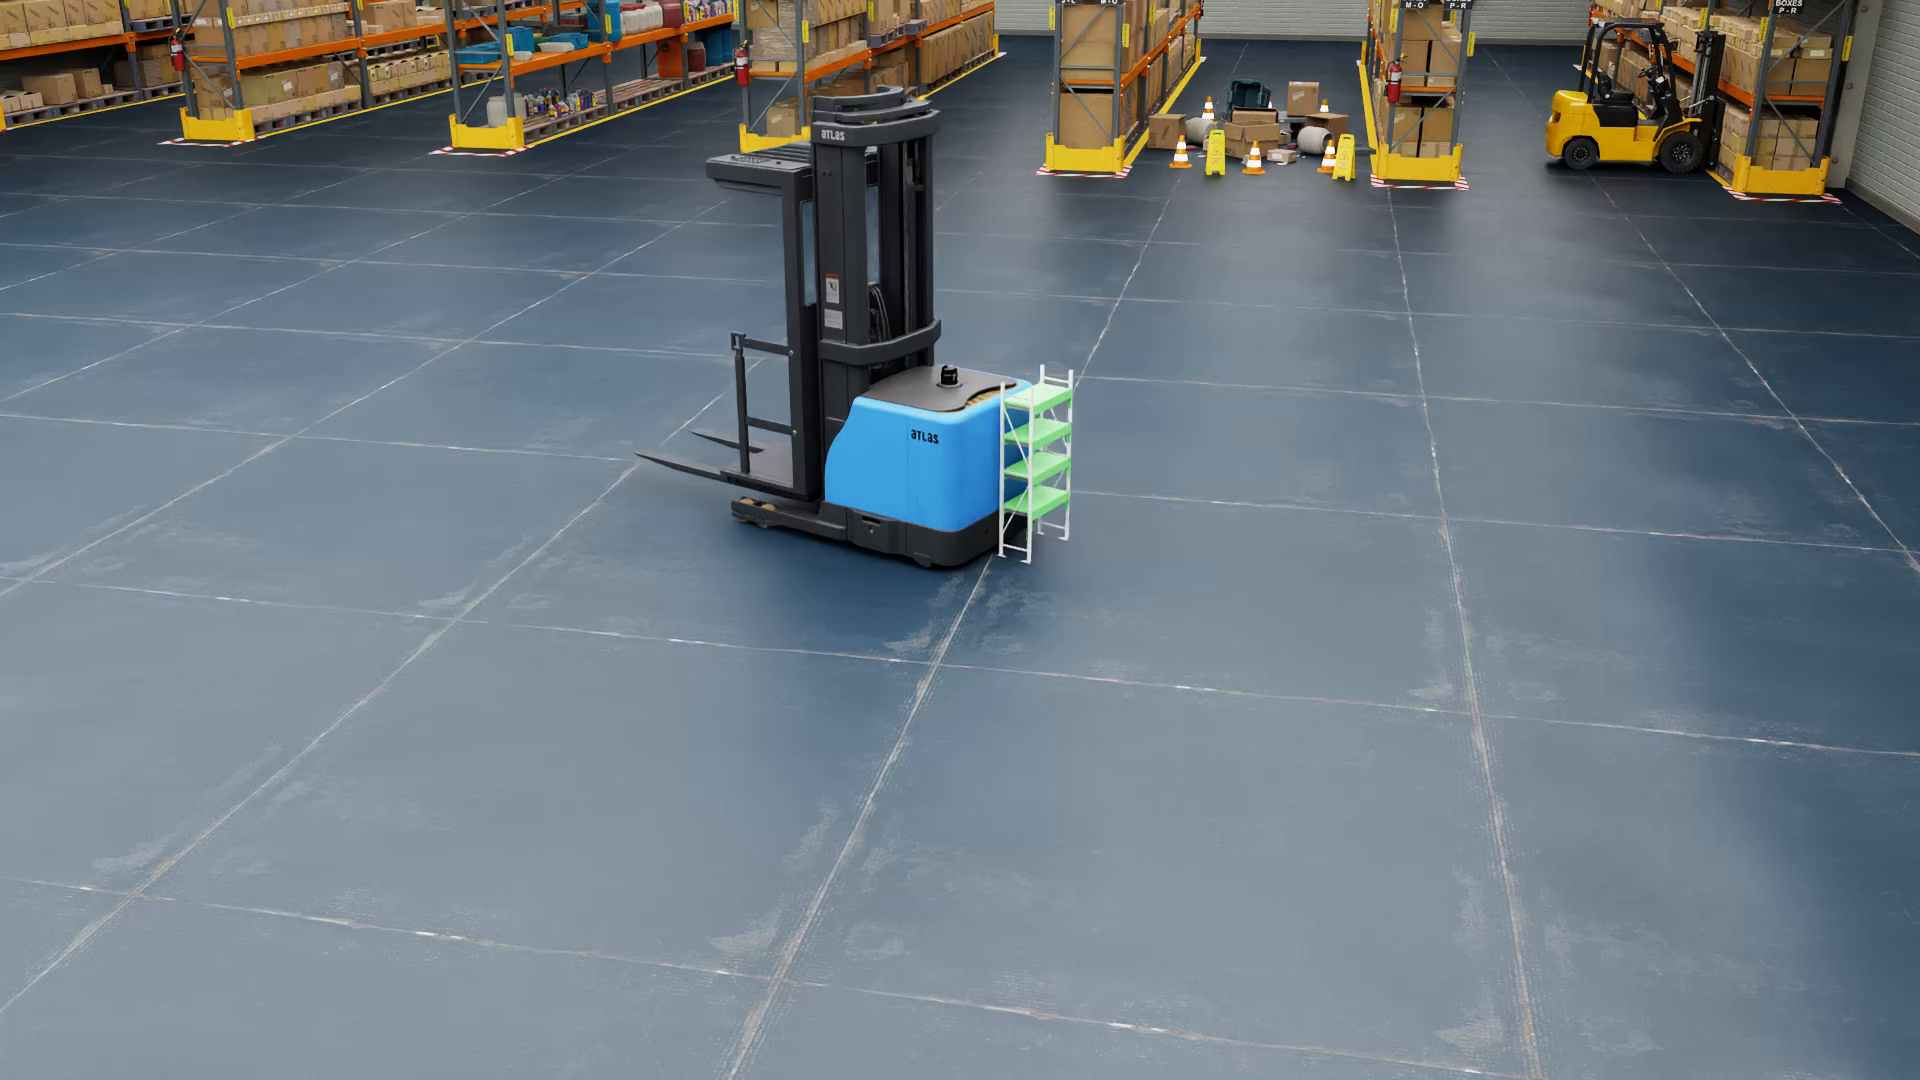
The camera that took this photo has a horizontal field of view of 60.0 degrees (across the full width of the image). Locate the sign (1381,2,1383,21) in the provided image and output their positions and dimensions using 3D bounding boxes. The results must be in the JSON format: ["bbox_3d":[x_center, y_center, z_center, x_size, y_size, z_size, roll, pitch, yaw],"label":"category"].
[{"bbox_3d":[7.049,-8.781,27.590,0.100,0.325,0.005,4,22,11],"label":"sign"}]

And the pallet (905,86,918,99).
[{"bbox_3d":[-1.453,-8.842,33.025,1.003,0.211,1.213,4,22,11],"label":"pallet"}]

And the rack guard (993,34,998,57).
[{"bbox_3d":[0.346,-12.196,40.966,1.175,0.500,0.348,4,22,11],"label":"rack guard"}]

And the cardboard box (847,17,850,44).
[{"bbox_3d":[-2.397,-8.802,28.662,0.875,0.500,0.500,4,22,11],"label":"cardboard box"}]

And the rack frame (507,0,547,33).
[{"bbox_3d":[-10.173,-12.640,38.724,1.000,3.000,0.127,4,22,11],"label":"rack frame"}]

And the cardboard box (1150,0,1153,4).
[{"bbox_3d":[3.133,-9.793,30.181,0.700,0.500,0.500,4,22,10],"label":"cardboard box"}]

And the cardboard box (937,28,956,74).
[{"bbox_3d":[-0.768,-10.530,35.767,1.225,0.875,0.875,4,22,9],"label":"cardboard box"}]

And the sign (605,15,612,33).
[{"bbox_3d":[-6.420,-9.418,30.352,0.100,0.325,0.005,4,22,11],"label":"sign"}]

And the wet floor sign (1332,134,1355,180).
[{"bbox_3d":[5.691,-5.660,24.542,0.267,0.644,0.232,13,25,29],"label":"wet floor sign"}]

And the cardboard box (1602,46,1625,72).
[{"bbox_3d":[14.260,-10.344,35.805,0.700,0.500,0.500,4,22,9],"label":"cardboard box"}]

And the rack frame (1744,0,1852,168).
[{"bbox_3d":[11.637,-6.363,23.136,1.000,3.000,0.127,4,22,11],"label":"rack frame"}]

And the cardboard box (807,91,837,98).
[{"bbox_3d":[-2.388,-7.407,28.513,0.500,0.500,0.500,2,22,6],"label":"cardboard box"}]

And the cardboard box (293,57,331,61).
[{"bbox_3d":[-12.206,-8.836,31.392,0.500,0.500,0.500,4,22,11],"label":"cardboard box"}]

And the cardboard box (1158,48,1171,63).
[{"bbox_3d":[3.921,-9.623,33.011,0.500,0.250,0.500,3,22,8],"label":"cardboard box"}]

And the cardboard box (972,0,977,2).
[{"bbox_3d":[0.083,-12.475,38.117,0.500,0.250,0.500,5,22,12],"label":"cardboard box"}]

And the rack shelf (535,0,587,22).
[{"bbox_3d":[-9.765,-13.038,40.674,1.077,0.370,4.000,4,22,11],"label":"rack shelf"}]

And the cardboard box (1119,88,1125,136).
[{"bbox_3d":[2.162,-6.864,26.664,0.875,0.875,0.875,4,22,10],"label":"cardboard box"}]

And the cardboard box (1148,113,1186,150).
[{"bbox_3d":[3.415,-6.739,27.413,0.500,0.500,0.500,8,23,20],"label":"cardboard box"}]

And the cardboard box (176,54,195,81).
[{"bbox_3d":[-16.321,-9.782,34.384,0.700,0.500,0.500,5,22,12],"label":"cardboard box"}]

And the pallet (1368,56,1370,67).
[{"bbox_3d":[9.956,-10.999,38.382,1.003,0.211,1.213,4,22,11],"label":"pallet"}]

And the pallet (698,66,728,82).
[{"bbox_3d":[-5.769,-10.241,36.500,1.003,0.211,1.213,4,22,11],"label":"pallet"}]

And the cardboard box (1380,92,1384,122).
[{"bbox_3d":[7.111,-7.078,27.027,0.500,0.500,0.500,5,23,13],"label":"cardboard box"}]

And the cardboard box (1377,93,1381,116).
[{"bbox_3d":[7.841,-7.634,29.248,0.950,0.372,0.625,6,23,14],"label":"cardboard box"}]

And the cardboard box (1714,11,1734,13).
[{"bbox_3d":[13.363,-9.212,29.209,0.380,0.149,0.250,4,22,10],"label":"cardboard box"}]

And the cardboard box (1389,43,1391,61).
[{"bbox_3d":[6.725,-7.326,24.997,0.500,0.500,0.500,5,22,11],"label":"cardboard box"}]

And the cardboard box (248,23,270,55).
[{"bbox_3d":[-12.411,-8.660,28.707,0.700,0.500,0.500,5,22,12],"label":"cardboard box"}]

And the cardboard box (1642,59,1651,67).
[{"bbox_3d":[13.393,-9.204,32.107,0.380,0.149,0.250,4,22,10],"label":"cardboard box"}]

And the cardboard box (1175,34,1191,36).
[{"bbox_3d":[5.208,-11.779,39.044,0.380,0.149,0.250,5,22,12],"label":"cardboard box"}]

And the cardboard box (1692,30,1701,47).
[{"bbox_3d":[12.303,-8.187,27.198,0.500,0.250,0.500,4,22,10],"label":"cardboard box"}]

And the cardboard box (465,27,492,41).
[{"bbox_3d":[-10.816,-11.325,37.212,0.500,0.250,0.500,4,22,10],"label":"cardboard box"}]

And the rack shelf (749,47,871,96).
[{"bbox_3d":[-2.516,-7.893,27.899,1.077,0.370,4.000,4,22,11],"label":"rack shelf"}]

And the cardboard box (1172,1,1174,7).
[{"bbox_3d":[4.151,-10.954,33.912,0.380,0.149,0.250,5,23,13],"label":"cardboard box"}]

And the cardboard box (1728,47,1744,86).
[{"bbox_3d":[11.700,-6.985,24.549,0.500,0.500,0.500,4,22,10],"label":"cardboard box"}]

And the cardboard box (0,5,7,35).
[{"bbox_3d":[-17.080,-9.067,29.022,0.500,0.500,0.500,4,22,11],"label":"cardboard box"}]

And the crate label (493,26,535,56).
[{"bbox_3d":[-7.662,-8.583,28.602,0.502,0.435,0.616,4,22,11],"label":"crate label"}]

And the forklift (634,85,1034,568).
[{"bbox_3d":[-0.991,-1.588,11.373,3.031,2.935,1.130,14,26,32],"label":"forklift"}]

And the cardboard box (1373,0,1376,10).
[{"bbox_3d":[8.860,-11.151,34.558,0.500,0.250,0.500,4,22,9],"label":"cardboard box"}]

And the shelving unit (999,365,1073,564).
[{"bbox_3d":[0.502,-0.503,10.996,0.258,1.200,0.503,14,26,31],"label":"shelving unit"}]

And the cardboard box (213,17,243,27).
[{"bbox_3d":[-12.330,-8.726,28.003,0.380,0.149,0.250,4,22,11],"label":"cardboard box"}]

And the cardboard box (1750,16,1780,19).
[{"bbox_3d":[12.684,-8.171,26.226,0.380,0.149,0.250,5,22,11],"label":"cardboard box"}]

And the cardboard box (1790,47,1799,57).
[{"bbox_3d":[11.949,-6.909,23.492,0.380,0.149,0.250,4,22,11],"label":"cardboard box"}]

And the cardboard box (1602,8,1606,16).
[{"bbox_3d":[14.255,-11.531,36.306,0.380,0.149,0.250,4,22,9],"label":"cardboard box"}]

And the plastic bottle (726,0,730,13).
[{"bbox_3d":[-5.192,-11.877,36.895,0.144,0.351,0.185,4,22,11],"label":"plastic bottle"}]

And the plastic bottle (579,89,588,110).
[{"bbox_3d":[-6.845,-7.983,30.117,0.144,0.351,0.185,3,22,8],"label":"plastic bottle"}]

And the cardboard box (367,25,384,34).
[{"bbox_3d":[-11.424,-9.906,32.272,0.380,0.149,0.250,4,22,11],"label":"cardboard box"}]

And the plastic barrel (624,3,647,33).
[{"bbox_3d":[-6.309,-10.158,32.379,0.433,0.535,0.433,0,22,0],"label":"plastic barrel"}]

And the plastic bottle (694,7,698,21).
[{"bbox_3d":[-5.569,-11.093,35.037,0.061,0.283,0.133,4,22,11],"label":"plastic bottle"}]

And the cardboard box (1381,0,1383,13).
[{"bbox_3d":[8.091,-9.898,30.820,0.500,0.500,0.500,4,22,9],"label":"cardboard box"}]

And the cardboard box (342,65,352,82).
[{"bbox_3d":[-12.003,-9.064,32.212,0.500,0.311,0.500,4,22,11],"label":"cardboard box"}]

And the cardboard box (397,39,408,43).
[{"bbox_3d":[-14.456,-12.884,42.113,0.700,0.500,0.500,4,22,9],"label":"cardboard box"}]

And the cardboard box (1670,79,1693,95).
[{"bbox_3d":[12.866,-7.669,28.996,0.875,0.625,0.625,4,22,9],"label":"cardboard box"}]

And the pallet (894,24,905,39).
[{"bbox_3d":[-1.656,-9.605,31.444,1.003,0.211,1.213,4,22,11],"label":"pallet"}]

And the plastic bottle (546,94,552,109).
[{"bbox_3d":[-7.439,-7.948,30.137,0.097,0.271,0.097,0,22,0],"label":"plastic bottle"}]

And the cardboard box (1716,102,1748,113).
[{"bbox_3d":[11.728,-6.495,25.246,0.500,0.250,0.500,4,22,10],"label":"cardboard box"}]

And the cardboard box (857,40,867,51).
[{"bbox_3d":[-1.864,-8.740,29.377,0.380,0.149,0.250,4,22,11],"label":"cardboard box"}]

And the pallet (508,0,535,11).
[{"bbox_3d":[-10.443,-12.267,38.055,1.003,0.211,1.213,4,22,11],"label":"pallet"}]
